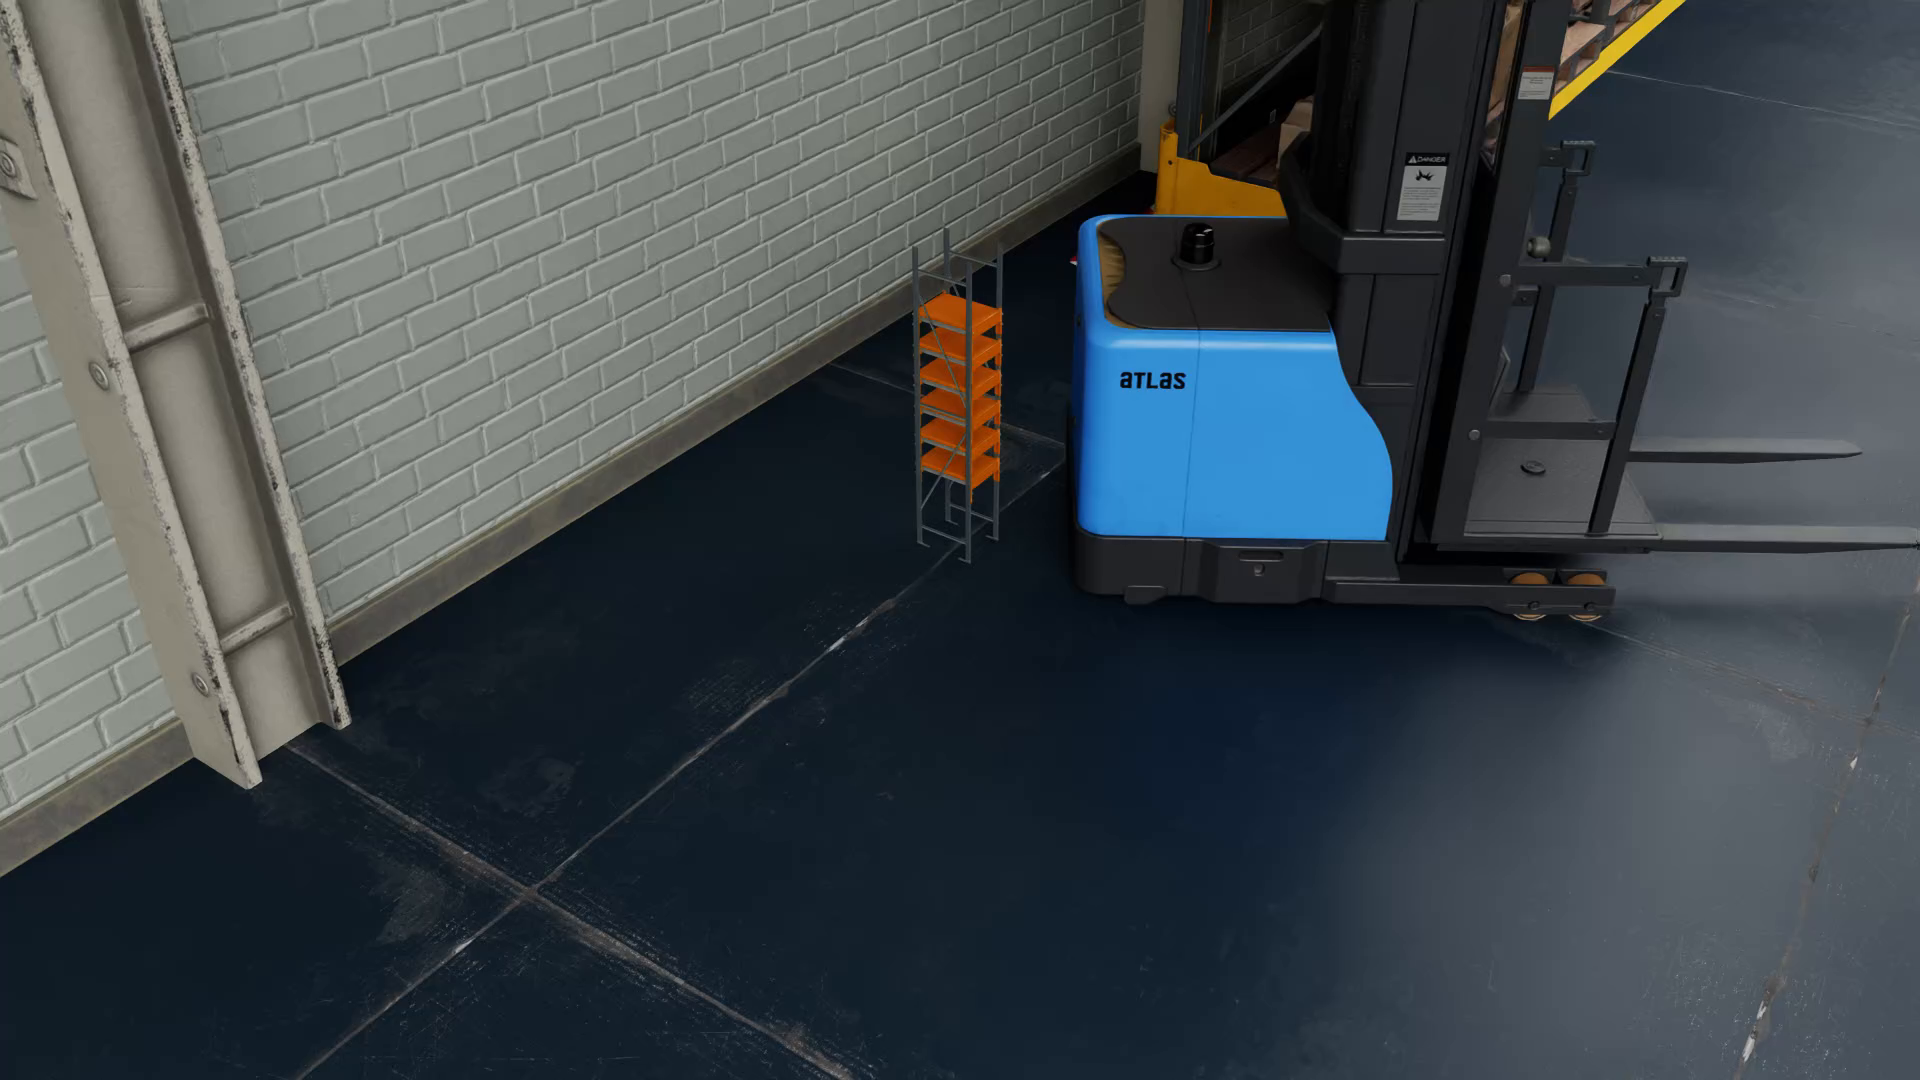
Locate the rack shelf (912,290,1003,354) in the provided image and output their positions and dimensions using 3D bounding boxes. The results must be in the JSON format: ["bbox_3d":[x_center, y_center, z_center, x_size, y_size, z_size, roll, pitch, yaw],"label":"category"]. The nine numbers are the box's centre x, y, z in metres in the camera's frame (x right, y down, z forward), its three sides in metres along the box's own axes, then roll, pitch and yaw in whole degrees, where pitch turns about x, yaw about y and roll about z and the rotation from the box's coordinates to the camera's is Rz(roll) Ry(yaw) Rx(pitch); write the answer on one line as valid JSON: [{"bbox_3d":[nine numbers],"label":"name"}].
[{"bbox_3d":[-0.008,-0.752,5.727,0.258,0.103,0.180,21,39,28],"label":"rack shelf"}]

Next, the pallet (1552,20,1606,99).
[{"bbox_3d":[3.456,-3.142,10.708,1.003,0.211,1.213,21,39,28],"label":"pallet"}]

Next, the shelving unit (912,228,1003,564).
[{"bbox_3d":[-0.008,-0.490,5.904,0.258,1.200,0.189,21,39,28],"label":"shelving unit"}]

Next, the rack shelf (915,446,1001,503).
[{"bbox_3d":[-0.008,-0.255,6.063,0.258,0.103,0.180,21,39,28],"label":"rack shelf"}]

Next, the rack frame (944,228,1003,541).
[{"bbox_3d":[0.044,-0.532,5.966,0.240,1.200,0.006,21,39,28],"label":"rack frame"}]

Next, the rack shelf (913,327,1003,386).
[{"bbox_3d":[-0.008,-0.652,5.794,0.258,0.103,0.180,21,39,28],"label":"rack shelf"}]

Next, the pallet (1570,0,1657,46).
[{"bbox_3d":[4.253,-3.821,11.712,1.003,0.211,1.213,21,39,28],"label":"pallet"}]

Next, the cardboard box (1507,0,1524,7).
[{"bbox_3d":[3.251,-3.274,10.252,0.500,0.500,0.500,18,38,25],"label":"cardboard box"}]

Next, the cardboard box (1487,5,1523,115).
[{"bbox_3d":[2.782,-2.797,9.547,0.700,0.500,0.500,19,38,25],"label":"cardboard box"}]

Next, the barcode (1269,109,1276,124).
[{"bbox_3d":[1.680,-2.275,8.936,0.001,0.075,0.075,21,39,28],"label":"barcode"}]

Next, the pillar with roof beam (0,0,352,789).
[{"bbox_3d":[1.334,-1.724,0.766,9.100,9.000,0.400,21,39,28],"label":"pillar with roof beam"}]

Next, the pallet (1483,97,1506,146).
[{"bbox_3d":[2.761,-2.578,9.874,1.003,0.211,1.213,21,39,28],"label":"pallet"}]

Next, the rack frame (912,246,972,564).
[{"bbox_3d":[-0.060,-0.448,5.842,0.240,1.200,0.006,21,39,28],"label":"rack frame"}]

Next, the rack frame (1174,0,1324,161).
[{"bbox_3d":[1.530,-2.777,7.679,1.000,3.000,0.127,21,39,28],"label":"rack frame"}]

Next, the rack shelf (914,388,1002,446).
[{"bbox_3d":[-0.008,-0.454,5.929,0.258,0.103,0.180,21,39,28],"label":"rack shelf"}]

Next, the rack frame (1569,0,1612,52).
[{"bbox_3d":[3.810,-4.618,10.401,1.000,3.000,0.127,21,39,28],"label":"rack frame"}]

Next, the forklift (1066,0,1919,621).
[{"bbox_3d":[1.923,-1.233,5.457,3.031,2.935,1.130,1,34,1],"label":"forklift"}]

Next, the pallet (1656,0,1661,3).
[{"bbox_3d":[4.948,-4.385,12.546,1.003,0.211,1.213,21,39,28],"label":"pallet"}]

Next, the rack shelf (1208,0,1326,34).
[{"bbox_3d":[2.670,-3.399,9.241,1.077,0.370,4.000,21,39,28],"label":"rack shelf"}]

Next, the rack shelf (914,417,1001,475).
[{"bbox_3d":[-0.008,-0.354,5.996,0.258,0.103,0.180,21,39,28],"label":"rack shelf"}]

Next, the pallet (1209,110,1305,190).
[{"bbox_3d":[2.065,-2.019,9.048,1.003,0.211,1.213,21,39,28],"label":"pallet"}]

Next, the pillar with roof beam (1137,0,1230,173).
[{"bbox_3d":[4.755,-4.485,4.850,9.100,9.000,0.400,21,39,28],"label":"pillar with roof beam"}]

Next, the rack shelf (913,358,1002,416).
[{"bbox_3d":[-0.008,-0.553,5.862,0.258,0.103,0.180,21,39,28],"label":"rack shelf"}]

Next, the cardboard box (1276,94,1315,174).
[{"bbox_3d":[1.998,-2.135,8.737,0.500,0.311,0.500,17,37,23],"label":"cardboard box"}]
